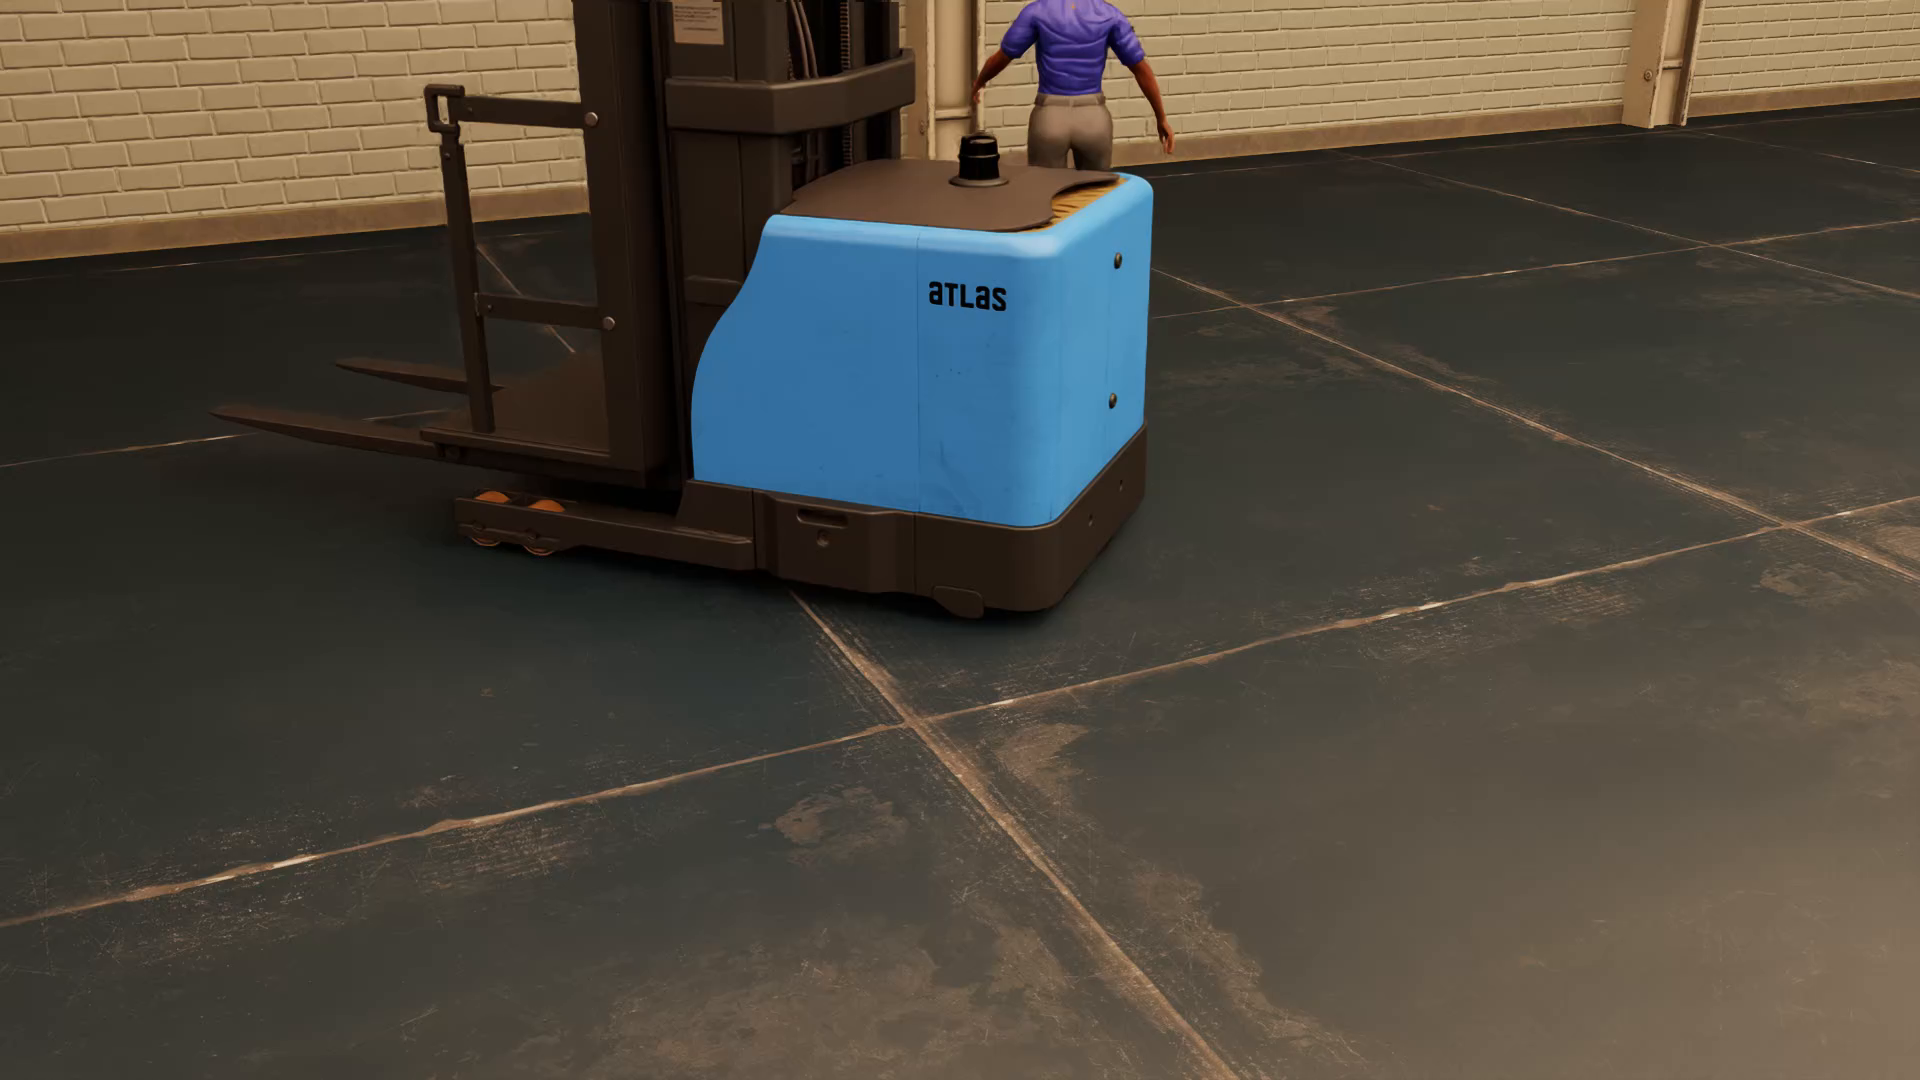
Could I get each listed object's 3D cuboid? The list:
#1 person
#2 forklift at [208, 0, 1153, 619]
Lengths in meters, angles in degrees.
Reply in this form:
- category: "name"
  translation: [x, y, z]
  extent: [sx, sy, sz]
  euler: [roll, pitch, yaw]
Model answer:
- category: "person"
  translation: [0.496, -1.783, 7.350]
  extent: [0.899, 1.687, 0.552]
  euler: [1, 23, 1]
- category: "forklift"
  translation: [-0.986, -1.483, 4.855]
  extent: [3.031, 2.935, 1.130]
  euler: [9, 24, 20]
